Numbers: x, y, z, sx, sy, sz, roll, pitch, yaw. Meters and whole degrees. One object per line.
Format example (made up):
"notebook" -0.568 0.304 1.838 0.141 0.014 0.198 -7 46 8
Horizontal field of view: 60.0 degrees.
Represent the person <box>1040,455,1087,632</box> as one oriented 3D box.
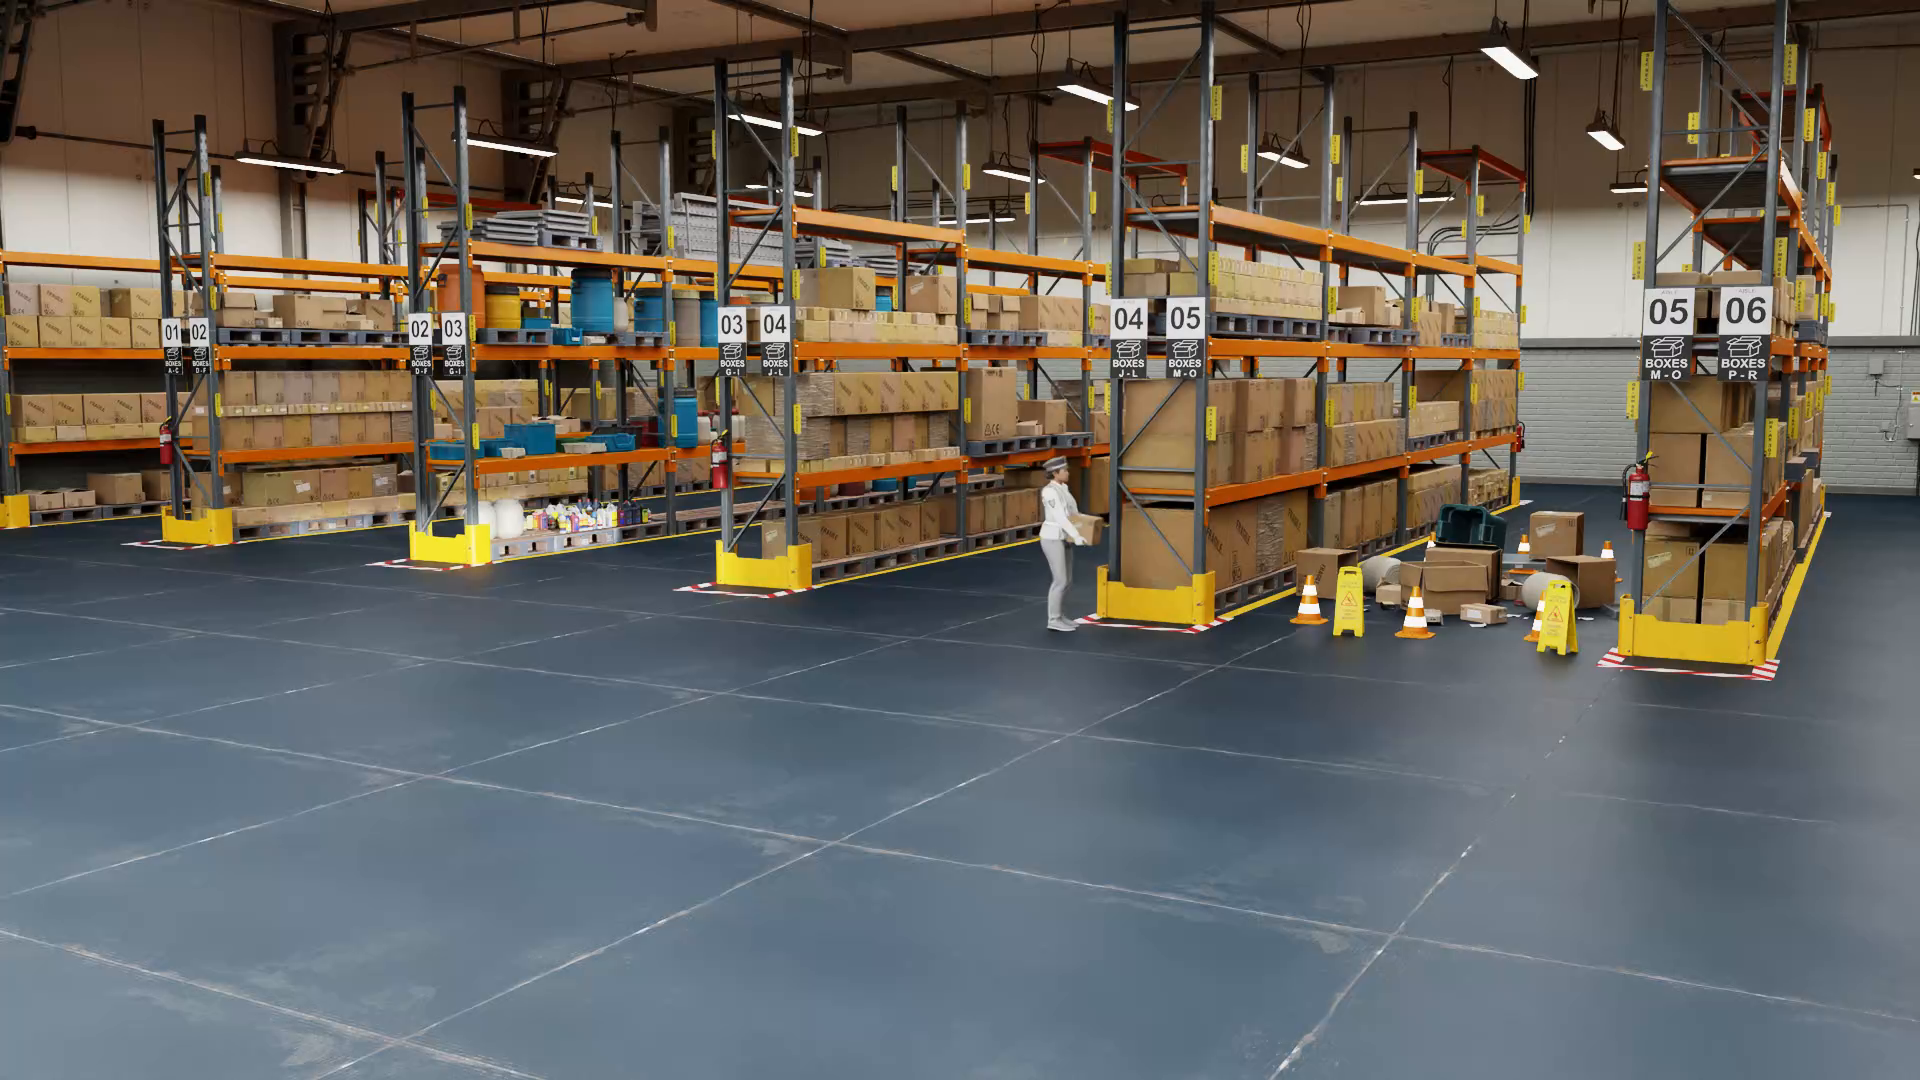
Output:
"person" 1.032 0.026 16.029 0.516 1.691 0.434 3 7 24
